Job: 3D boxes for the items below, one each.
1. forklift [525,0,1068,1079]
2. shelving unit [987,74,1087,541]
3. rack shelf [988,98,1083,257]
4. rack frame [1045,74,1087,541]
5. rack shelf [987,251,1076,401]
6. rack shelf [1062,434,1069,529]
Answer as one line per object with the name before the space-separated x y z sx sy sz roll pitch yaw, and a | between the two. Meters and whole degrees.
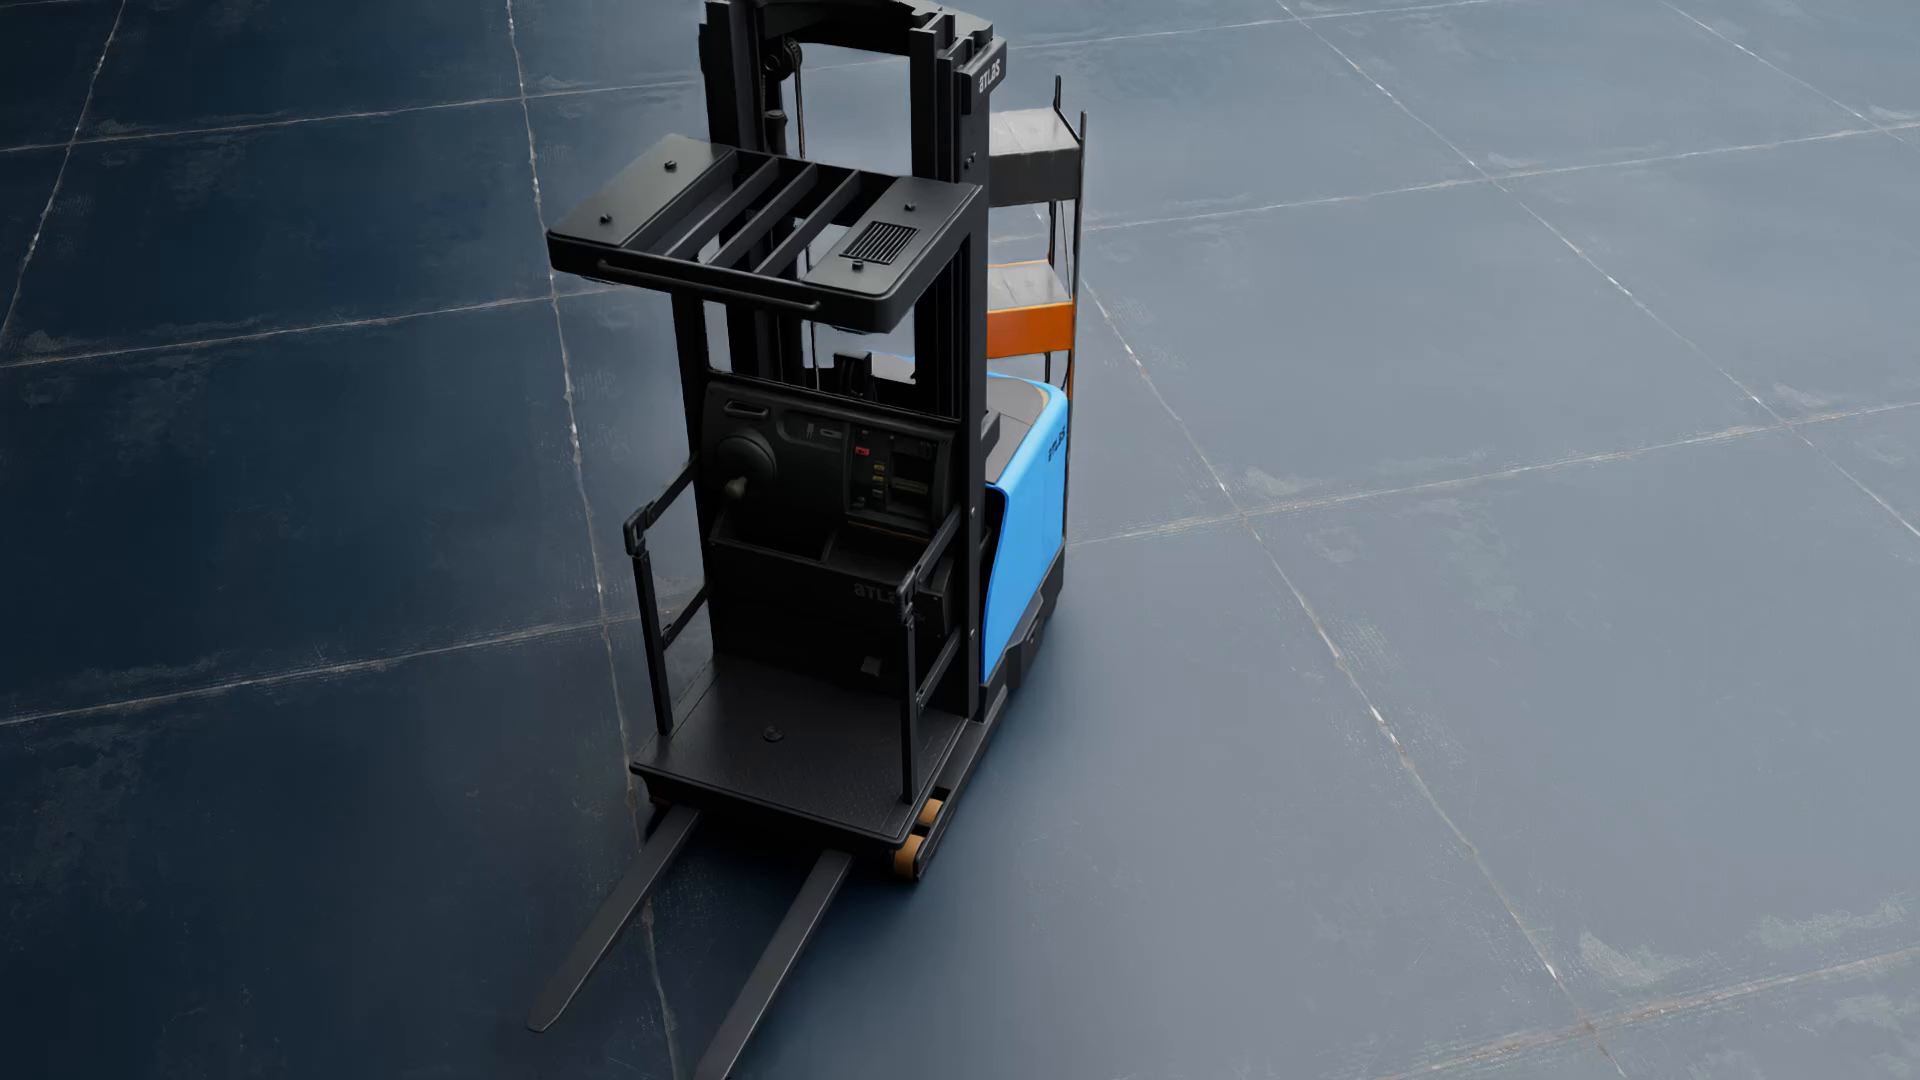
forklift | -0.544 -0.209 5.610 1.130 2.935 3.031 13 39 17
shelving unit | 0.204 -0.913 7.215 0.503 2.100 0.431 -8 38 -10
rack shelf | 0.204 -1.458 6.798 0.480 0.518 0.431 -8 38 -10
rack frame | 0.442 -0.946 7.258 0.015 2.100 0.400 -8 38 -10
rack shelf | 0.204 -0.902 7.223 0.480 0.518 0.431 -8 38 -10
rack shelf | 0.204 -0.346 7.648 0.480 0.518 0.431 -8 38 -10
